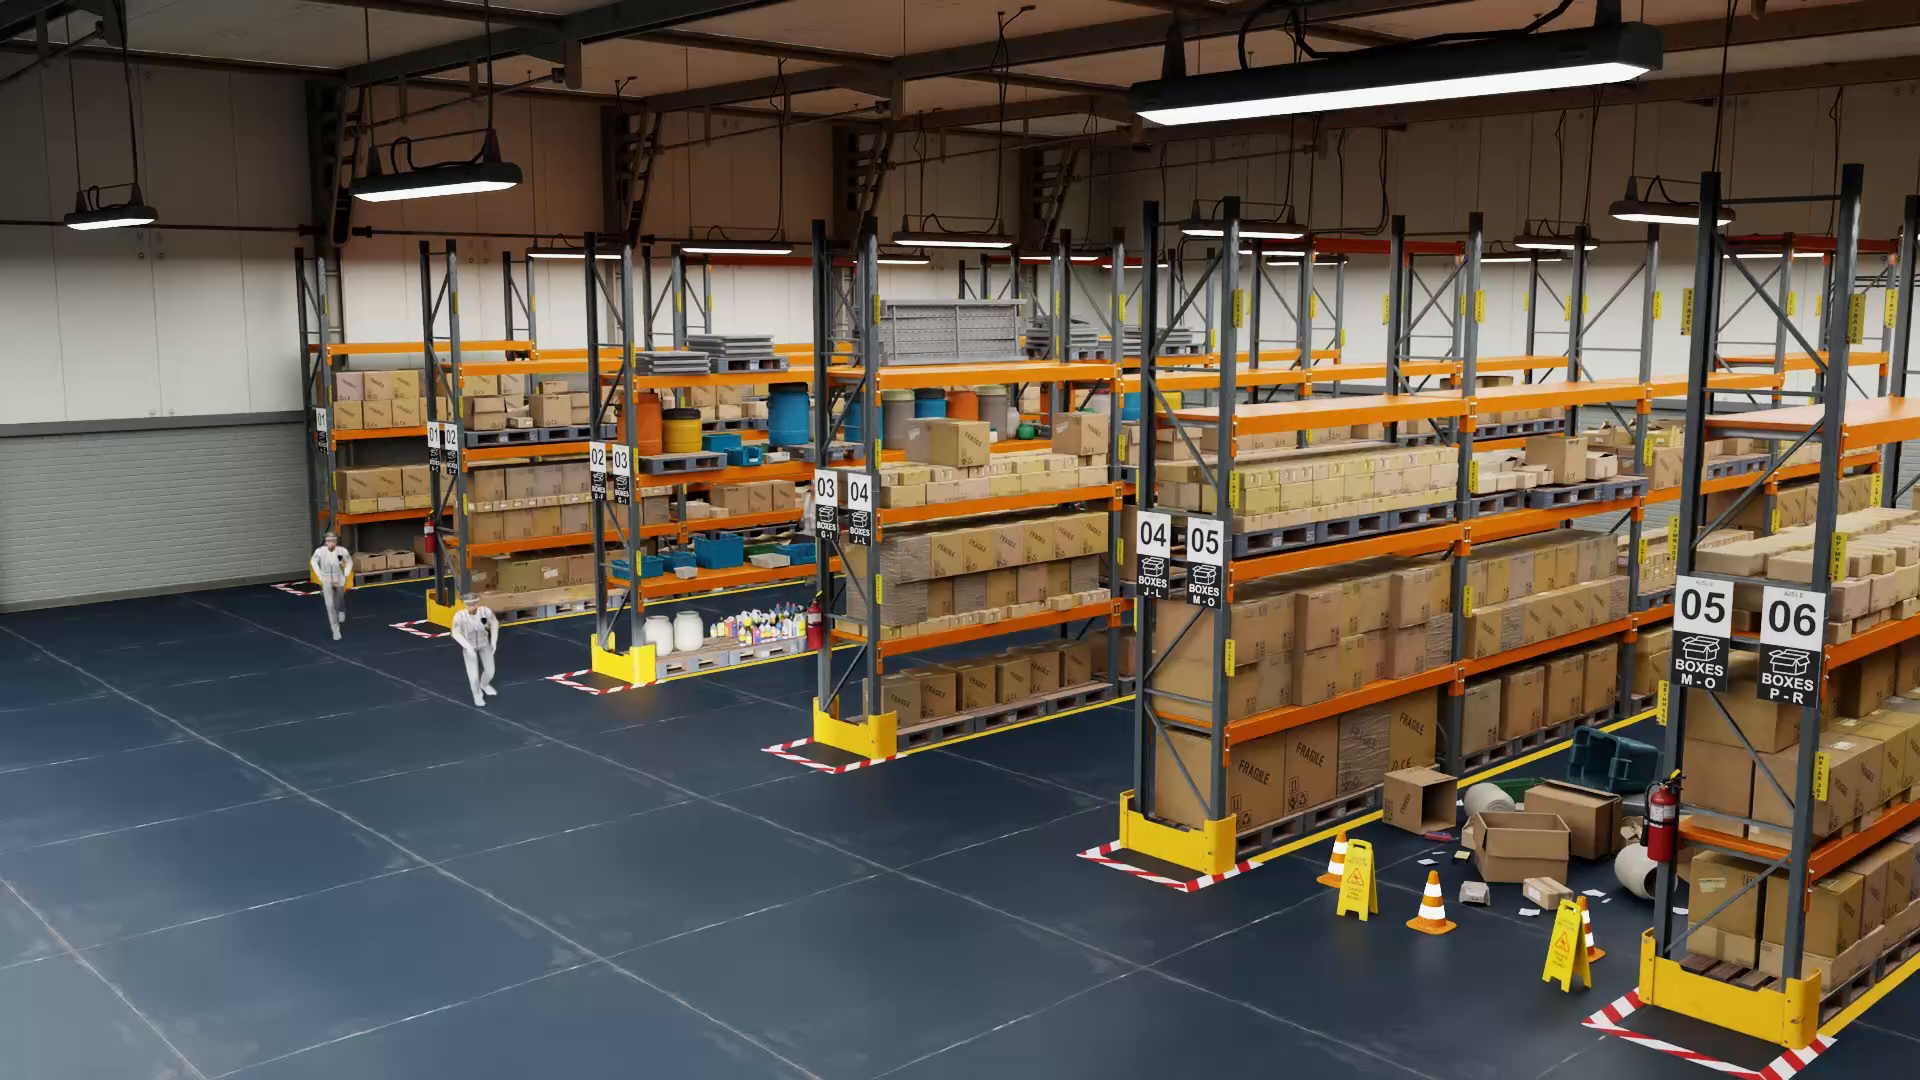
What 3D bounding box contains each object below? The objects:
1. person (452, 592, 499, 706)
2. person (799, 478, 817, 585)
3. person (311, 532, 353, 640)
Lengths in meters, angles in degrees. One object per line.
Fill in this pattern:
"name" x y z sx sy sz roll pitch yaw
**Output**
"person" -6.108 1.357 20.986 0.578 1.505 0.802 -4 9 -23
"person" -2.499 -0.138 28.285 0.647 1.835 0.687 5 10 31
"person" -9.592 0.646 25.463 0.603 1.640 0.951 -2 9 -13
